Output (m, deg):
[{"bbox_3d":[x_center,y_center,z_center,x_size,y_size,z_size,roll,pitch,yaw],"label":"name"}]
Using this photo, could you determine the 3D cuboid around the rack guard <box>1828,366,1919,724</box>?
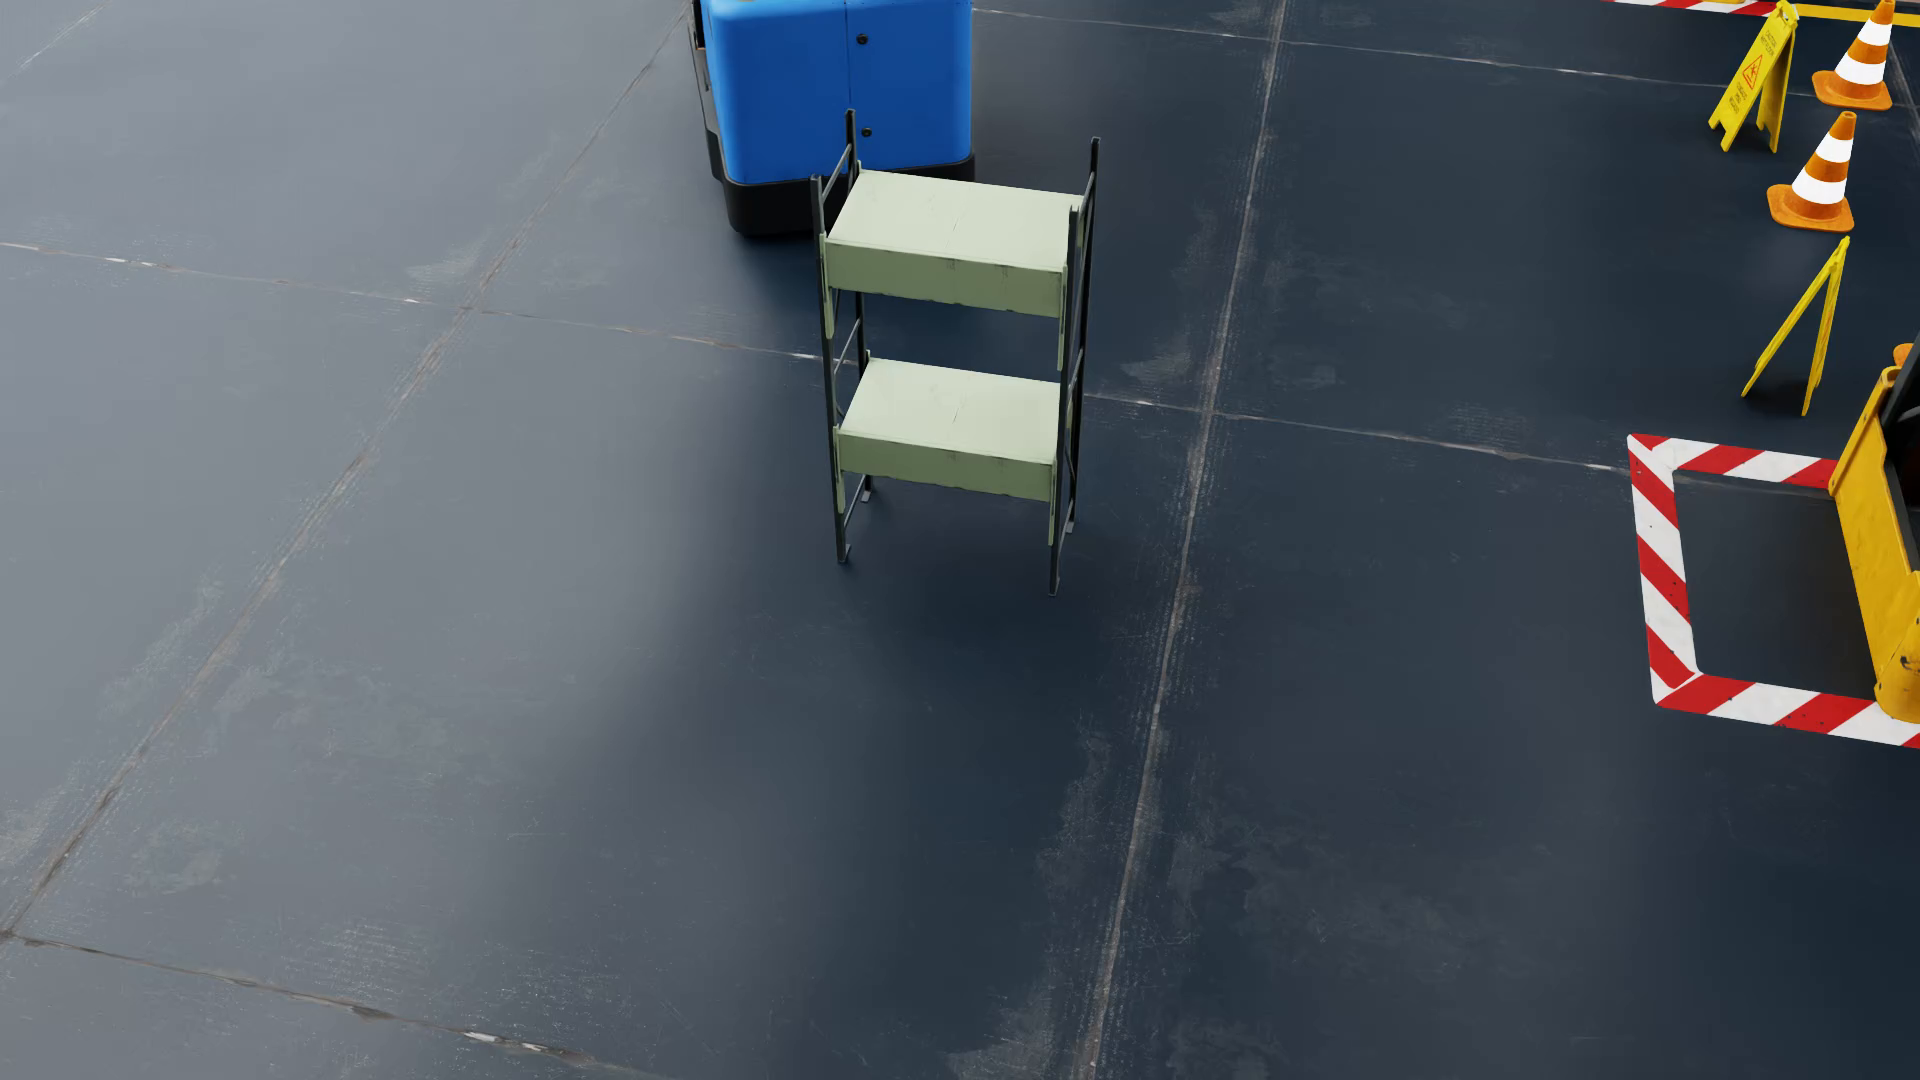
[{"bbox_3d":[3.162,0.003,5.386,0.348,0.500,1.175,9,45,9],"label":"rack guard"}]

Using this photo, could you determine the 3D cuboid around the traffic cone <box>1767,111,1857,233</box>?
[{"bbox_3d":[3.700,-1.605,7.084,0.334,0.463,0.336,9,45,9],"label":"traffic cone"}]

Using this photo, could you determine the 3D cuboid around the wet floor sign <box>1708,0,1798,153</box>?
[{"bbox_3d":[3.610,-2.090,7.456,0.232,0.644,0.267,2,44,2],"label":"wet floor sign"}]

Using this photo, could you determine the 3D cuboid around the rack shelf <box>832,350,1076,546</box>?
[{"bbox_3d":[-0.007,-0.306,5.457,0.720,0.370,0.431,9,45,9],"label":"rack shelf"}]

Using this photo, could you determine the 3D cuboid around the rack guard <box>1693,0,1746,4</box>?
[{"bbox_3d":[4.047,-3.377,8.898,0.348,0.500,1.175,9,45,9],"label":"rack guard"}]

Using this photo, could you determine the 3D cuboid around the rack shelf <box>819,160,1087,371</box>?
[{"bbox_3d":[-0.007,-0.823,4.960,0.720,0.370,0.431,9,45,9],"label":"rack shelf"}]

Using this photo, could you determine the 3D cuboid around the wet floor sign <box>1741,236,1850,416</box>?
[{"bbox_3d":[3.136,-0.813,6.130,0.232,0.644,0.267,24,49,23],"label":"wet floor sign"}]

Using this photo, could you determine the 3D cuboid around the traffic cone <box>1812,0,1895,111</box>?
[{"bbox_3d":[4.279,-2.318,7.825,0.334,0.463,0.336,9,45,9],"label":"traffic cone"}]

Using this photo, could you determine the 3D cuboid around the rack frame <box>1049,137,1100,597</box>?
[{"bbox_3d":[0.351,-0.486,5.173,0.023,1.500,0.400,9,45,9],"label":"rack frame"}]

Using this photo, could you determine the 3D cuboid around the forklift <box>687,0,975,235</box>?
[{"bbox_3d":[-0.733,-3.368,7.136,1.130,2.935,3.031,-8,44,-8],"label":"forklift"}]

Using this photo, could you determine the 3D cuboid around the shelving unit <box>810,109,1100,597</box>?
[{"bbox_3d":[-0.007,-0.541,5.231,0.755,1.500,0.431,9,45,9],"label":"shelving unit"}]

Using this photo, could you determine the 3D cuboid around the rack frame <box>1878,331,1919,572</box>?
[{"bbox_3d":[3.088,-0.909,4.531,0.127,3.000,1.000,9,45,9],"label":"rack frame"}]

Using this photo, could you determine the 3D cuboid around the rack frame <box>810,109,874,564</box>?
[{"bbox_3d":[-0.364,-0.597,5.289,0.023,1.500,0.400,9,45,9],"label":"rack frame"}]

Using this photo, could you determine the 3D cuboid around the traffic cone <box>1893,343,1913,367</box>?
[{"bbox_3d":[3.790,-0.802,6.250,0.334,0.463,0.336,9,45,9],"label":"traffic cone"}]
